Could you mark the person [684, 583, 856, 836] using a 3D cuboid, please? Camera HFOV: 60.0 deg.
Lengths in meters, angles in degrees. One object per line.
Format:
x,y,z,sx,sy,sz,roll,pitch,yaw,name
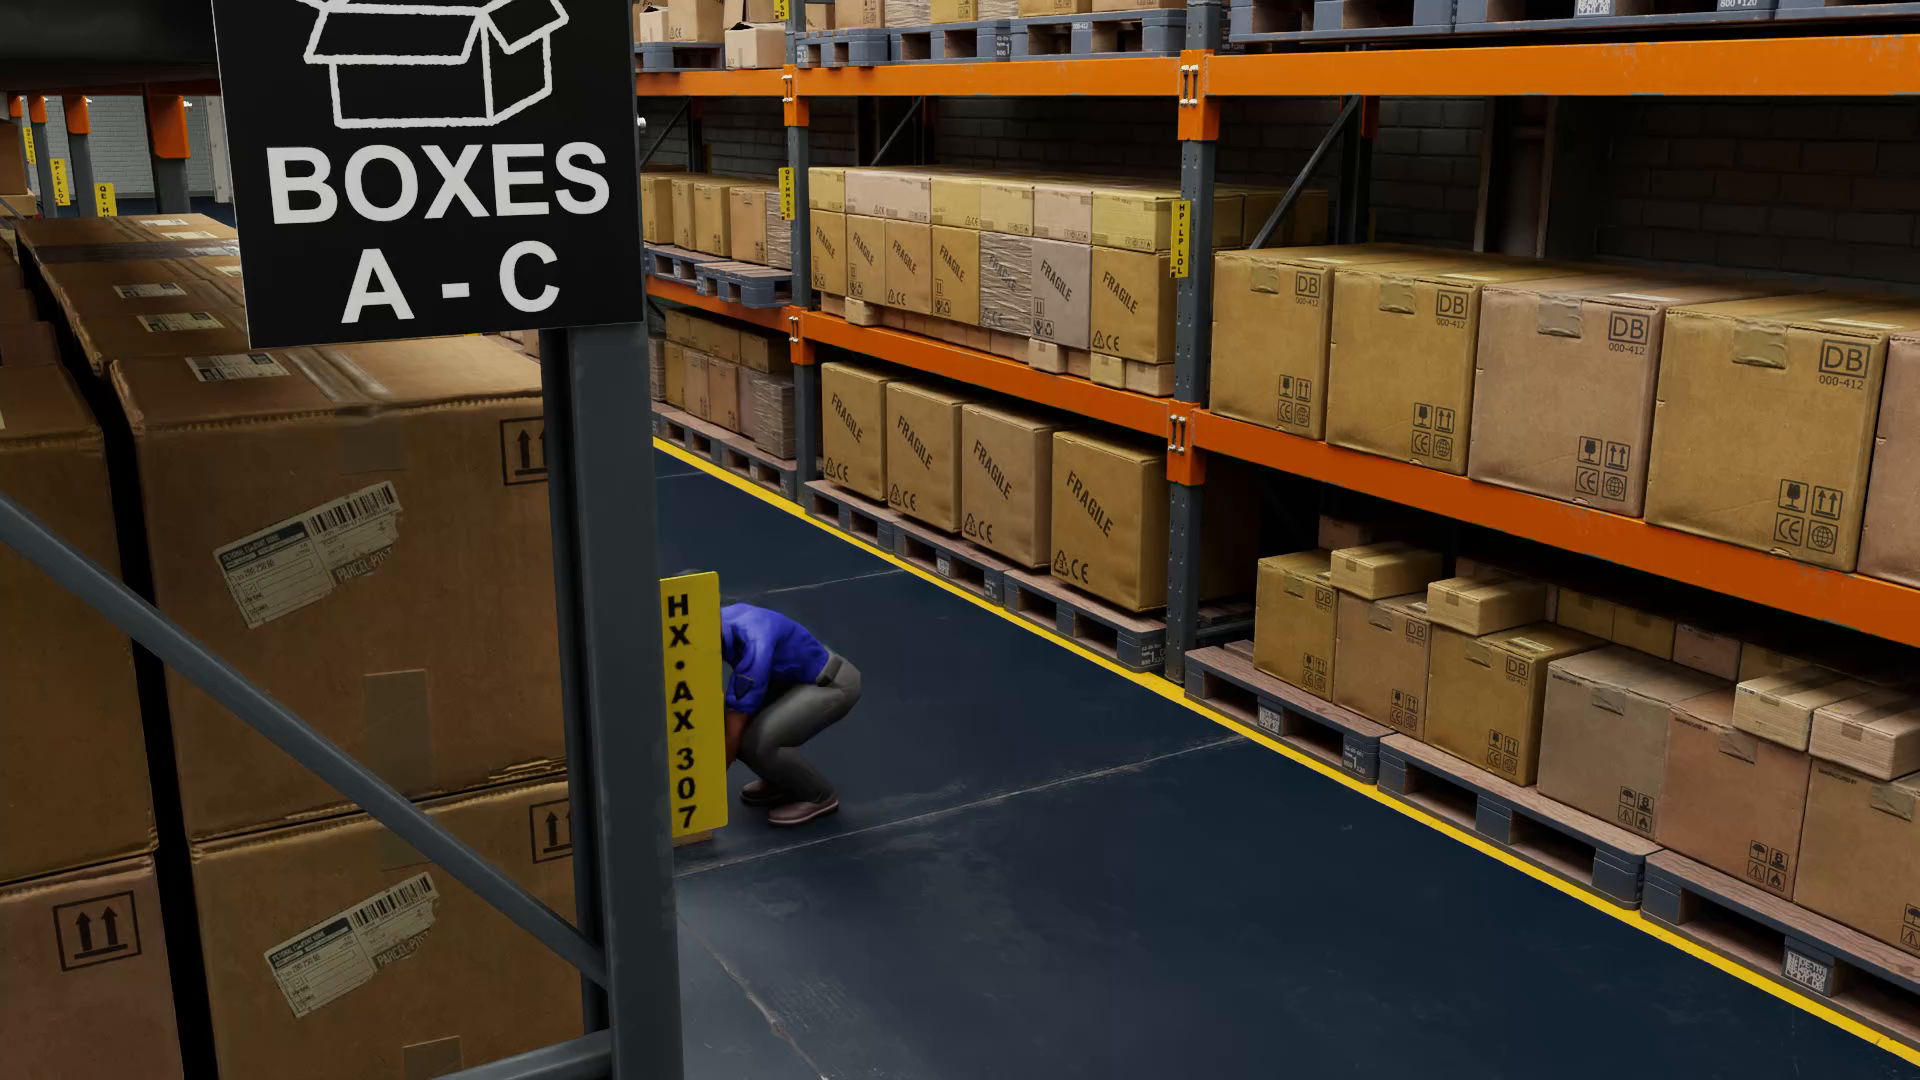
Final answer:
-0.796,0.632,6.204,0.865,0.864,0.465,-10,18,-32,person
